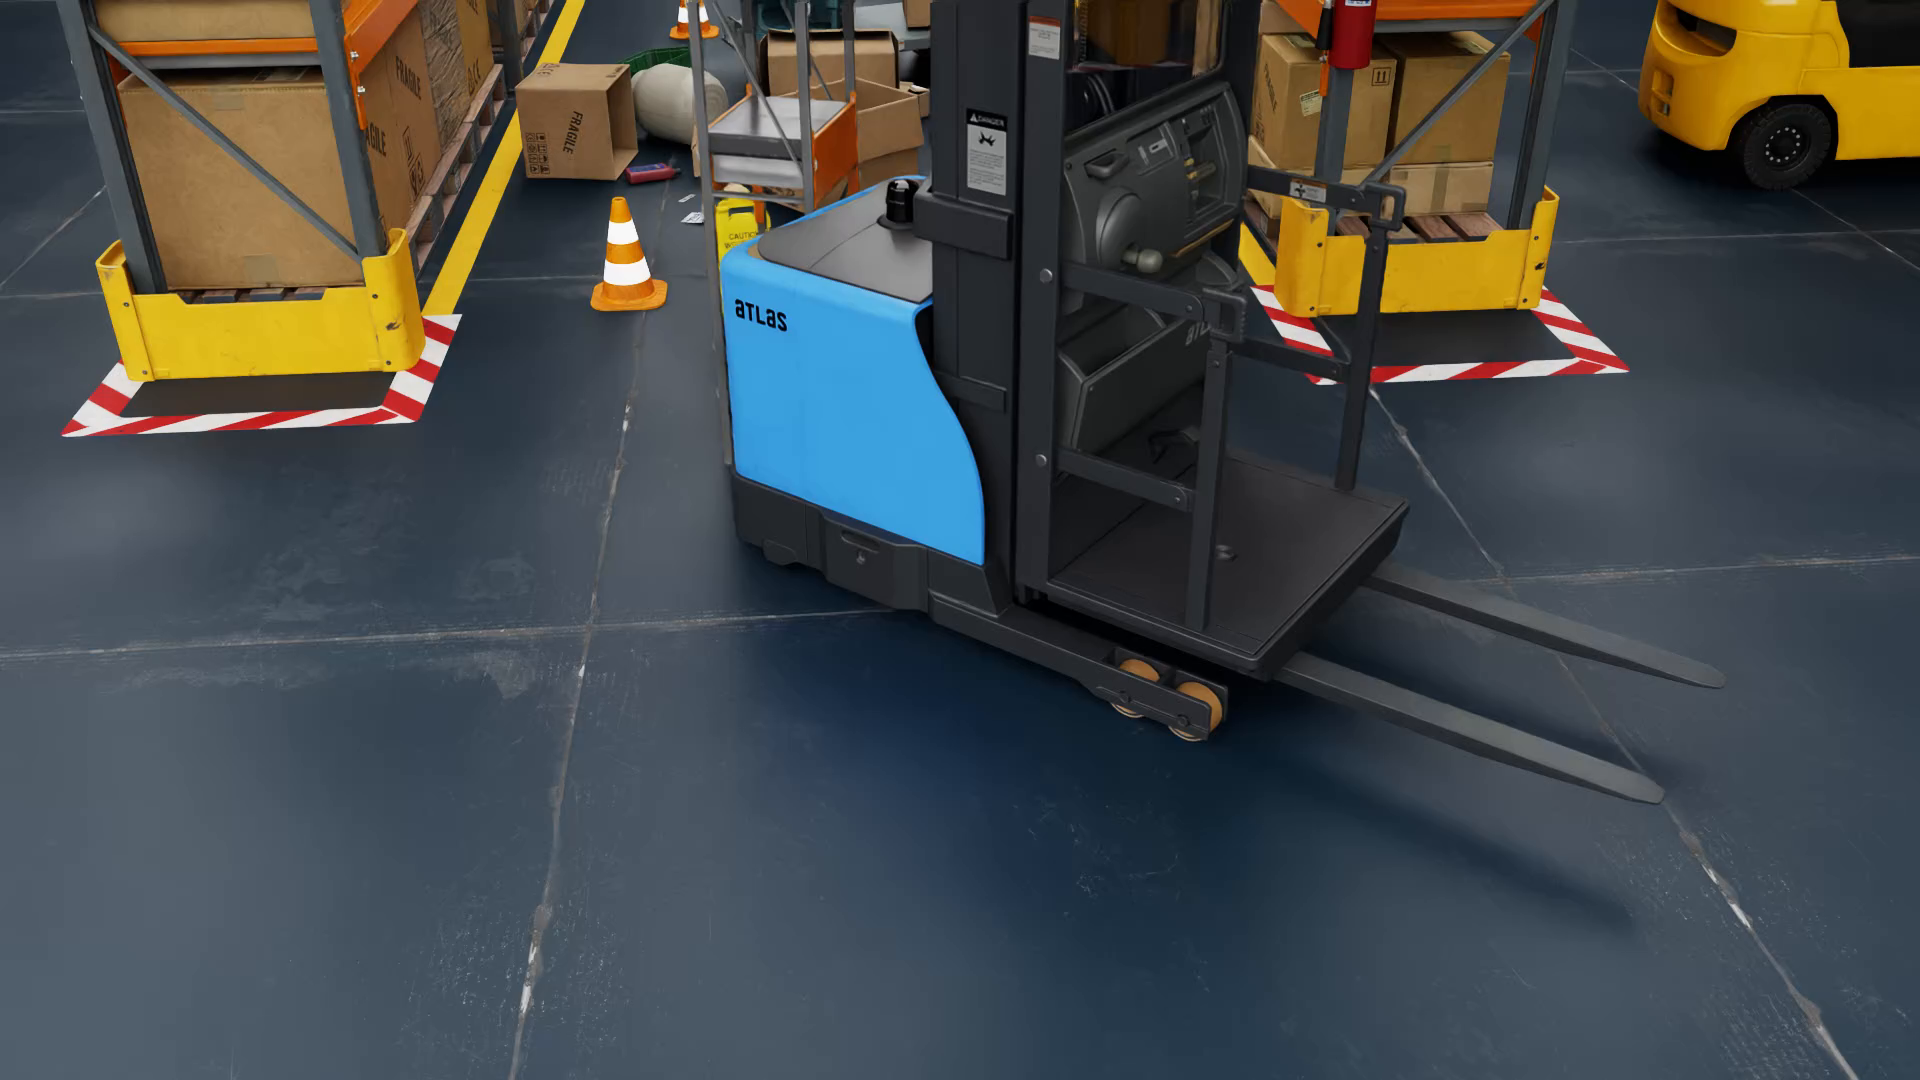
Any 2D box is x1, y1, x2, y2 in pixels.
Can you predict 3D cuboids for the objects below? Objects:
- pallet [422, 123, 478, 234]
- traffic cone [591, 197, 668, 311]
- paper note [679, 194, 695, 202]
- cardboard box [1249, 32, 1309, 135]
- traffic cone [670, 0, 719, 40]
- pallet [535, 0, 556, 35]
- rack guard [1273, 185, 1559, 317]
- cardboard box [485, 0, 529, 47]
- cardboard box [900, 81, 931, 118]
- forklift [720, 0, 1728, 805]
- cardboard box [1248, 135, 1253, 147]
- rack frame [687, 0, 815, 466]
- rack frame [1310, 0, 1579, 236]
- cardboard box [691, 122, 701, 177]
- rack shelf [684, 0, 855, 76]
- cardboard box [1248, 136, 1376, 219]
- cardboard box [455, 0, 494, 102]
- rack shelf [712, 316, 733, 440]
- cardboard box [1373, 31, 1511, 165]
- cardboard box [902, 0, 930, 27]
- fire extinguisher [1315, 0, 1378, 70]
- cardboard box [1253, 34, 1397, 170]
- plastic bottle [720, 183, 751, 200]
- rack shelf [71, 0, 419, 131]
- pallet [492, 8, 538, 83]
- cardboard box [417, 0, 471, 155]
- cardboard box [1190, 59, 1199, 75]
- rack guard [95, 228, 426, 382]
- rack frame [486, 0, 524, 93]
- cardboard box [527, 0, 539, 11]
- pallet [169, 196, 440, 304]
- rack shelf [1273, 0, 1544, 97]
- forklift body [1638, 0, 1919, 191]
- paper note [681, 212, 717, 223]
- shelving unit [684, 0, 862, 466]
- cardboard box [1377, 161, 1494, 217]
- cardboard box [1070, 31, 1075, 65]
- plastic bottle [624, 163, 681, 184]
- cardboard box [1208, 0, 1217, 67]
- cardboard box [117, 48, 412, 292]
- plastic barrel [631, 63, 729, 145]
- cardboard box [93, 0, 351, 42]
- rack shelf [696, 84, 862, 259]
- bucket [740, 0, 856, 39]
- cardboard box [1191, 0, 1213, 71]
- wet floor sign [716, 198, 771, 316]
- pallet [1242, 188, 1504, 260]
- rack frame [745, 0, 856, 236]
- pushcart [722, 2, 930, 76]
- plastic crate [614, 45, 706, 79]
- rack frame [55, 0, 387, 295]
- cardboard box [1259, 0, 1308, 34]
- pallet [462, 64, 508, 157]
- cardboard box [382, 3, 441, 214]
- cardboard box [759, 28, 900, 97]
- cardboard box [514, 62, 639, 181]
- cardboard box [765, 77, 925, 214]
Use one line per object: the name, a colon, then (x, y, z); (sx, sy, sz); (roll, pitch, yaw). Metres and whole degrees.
pallet: (-3.141, -1.894, 8.715); (1.003, 0.211, 1.213); (-3, 31, -5)
traffic cone: (-1.513, -1.315, 7.500); (0.336, 0.463, 0.334); (-3, 31, -5)
paper note: (-1.437, -1.799, 8.752); (0.032, 0.001, 0.123); (13, 33, 21)
cardboard box: (1.655, -2.338, 8.280); (0.500, 0.500, 0.500); (-2, 31, -3)
traffic cone: (-1.873, -3.775, 11.619); (0.336, 0.463, 0.334); (-3, 31, -5)
pallet: (-3.515, -3.925, 12.115); (1.003, 0.211, 1.213); (-3, 31, -5)
rack guard: (2.034, -1.319, 7.471); (1.175, 0.500, 0.348); (-3, 31, -5)
cardboard box: (-3.399, -3.634, 10.694); (1.050, 0.750, 0.750); (-3, 31, -5)
cardboard box: (-0.393, -2.703, 10.017); (0.396, 0.266, 0.258); (27, 40, 37)
forklift: (0.730, -0.991, 4.551); (3.031, 2.935, 1.130); (20, 36, 30)
cardboard box: (1.658, -2.018, 8.476); (0.500, 0.250, 0.500); (-3, 31, -4)
rack frame: (-0.684, -1.159, 5.642); (0.400, 2.100, 0.015); (7, 32, 12)
rack frame: (2.041, -2.354, 6.765); (1.000, 3.000, 0.127); (-3, 31, -5)
cardboard box: (-1.257, -2.144, 9.081); (0.396, 0.266, 0.258); (2, 31, 4)
rack shelf: (-0.624, -1.869, 5.493); (0.431, 0.518, 0.480); (7, 32, 12)
cardboard box: (1.696, -1.766, 8.053); (0.500, 0.250, 0.500); (-3, 31, -5)
cardboard box: (-3.262, -3.051, 9.595); (0.875, 0.875, 0.875); (-2, 31, -4)
rack shelf: (-0.624, -0.667, 6.211); (0.431, 0.518, 0.480); (7, 32, 12)
cardboard box: (2.239, -2.113, 7.902); (0.500, 0.500, 0.500); (-4, 31, -6)
cardboard box: (-0.102, -3.547, 10.463); (0.500, 0.500, 0.500); (-3, 31, -5)
fire extinguisher: (1.593, -2.240, 6.650); (0.296, 0.674, 0.183); (-3, 31, -5)
cardboard box: (1.707, -2.072, 7.834); (0.500, 0.500, 0.500); (-3, 31, -4)
plastic bottle: (-1.195, -1.829, 8.753); (0.133, 0.061, 0.283); (-14, 33, -22)
rack shelf: (-3.064, -2.777, 8.176); (1.077, 0.370, 4.000); (-3, 31, -5)
pallet: (-3.398, -3.300, 11.070); (1.003, 0.211, 1.213); (-3, 31, -5)
cardboard box: (-3.174, -2.591, 8.825); (0.875, 0.875, 0.875); (-3, 31, -4)
cardboard box: (1.567, -2.539, 9.347); (0.500, 0.250, 0.500); (-3, 31, -5)
rack guard: (-2.875, -0.980, 6.902); (1.175, 0.500, 0.348); (-3, 31, -5)
rack frame: (-3.251, -4.107, 9.701); (1.000, 3.000, 0.127); (-3, 31, -5)
cardboard box: (-3.485, -4.127, 11.518); (1.050, 0.750, 0.750); (-3, 31, -5)
pallet: (-3.030, -1.272, 7.674); (1.003, 0.211, 1.213); (-3, 31, -5)
rack shelf: (1.855, -3.066, 8.659); (1.077, 0.370, 4.000); (-3, 31, -5)
forklift body: (4.990, -3.110, 8.859); (2.313, 2.155, 1.214); (-3, 31, -5)
paper note: (-1.330, -1.650, 8.485); (0.144, 0.017, 0.142); (8, 32, 13)
shelving unit: (-0.624, -1.280, 5.845); (0.431, 2.100, 0.503); (7, 32, 12)
cardboard box: (2.241, -1.779, 8.075); (0.500, 0.250, 0.500); (-3, 31, -5)
cardboard box: (0.413, -2.712, 9.800); (0.500, 0.500, 0.500); (20, 36, 29)
plastic bottle: (-1.666, -1.995, 9.030); (0.283, 0.061, 0.133); (-14, 33, -22)
cardboard box: (1.615, -2.596, 8.712); (0.500, 0.500, 0.500); (-3, 31, -6)
cardboard box: (-3.007, -1.676, 7.294); (0.875, 0.875, 0.875); (-3, 31, -4)
plastic barrel: (-1.618, -2.495, 9.515); (0.512, 0.421, 0.421); (20, 36, 29)
cardboard box: (-2.957, -2.317, 6.557); (0.875, 0.550, 0.550); (-3, 31, -5)
rack shelf: (-0.624, -1.268, 5.852); (0.431, 0.518, 0.480); (7, 32, 12)
bucket: (-0.943, -3.395, 10.219); (0.726, 0.611, 0.620); (8, 22, 13)
cardboard box: (1.563, -2.866, 9.164); (0.500, 0.500, 0.500); (-1, 31, -2)
wet floor sign: (-0.903, -1.134, 7.020); (0.267, 0.644, 0.232); (-8, 32, -13)
pallet: (1.994, -1.612, 8.243); (1.003, 0.211, 1.213); (-3, 31, -5)
rack frame: (-0.564, -1.401, 6.048); (0.400, 2.100, 0.015); (7, 32, 12)
pushcart: (-0.598, -3.135, 10.631); (1.648, 0.377, 0.936); (-14, 33, -22)
plastic crate: (-1.931, -2.899, 10.364); (0.450, 0.188, 0.662); (4, 30, 26)
rack frame: (-2.877, -2.065, 6.282); (1.000, 3.000, 0.127); (-3, 31, -5)
cardboard box: (1.606, -2.535, 7.976); (0.380, 0.149, 0.250); (-2, 31, -3)
pallet: (-3.258, -2.518, 9.760); (1.003, 0.211, 1.213); (-3, 31, -5)
cardboard box: (-3.091, -2.125, 8.045); (0.875, 0.875, 0.875); (-3, 31, -5)
cardboard box: (-0.739, -2.593, 9.468); (0.797, 0.637, 0.503); (-3, 31, -5)
cardboard box: (-2.084, -2.292, 9.097); (0.500, 0.500, 0.500); (2, 31, 4)
cardboard box: (-0.643, -2.057, 8.704); (0.637, 0.503, 0.797); (27, 40, 37)
